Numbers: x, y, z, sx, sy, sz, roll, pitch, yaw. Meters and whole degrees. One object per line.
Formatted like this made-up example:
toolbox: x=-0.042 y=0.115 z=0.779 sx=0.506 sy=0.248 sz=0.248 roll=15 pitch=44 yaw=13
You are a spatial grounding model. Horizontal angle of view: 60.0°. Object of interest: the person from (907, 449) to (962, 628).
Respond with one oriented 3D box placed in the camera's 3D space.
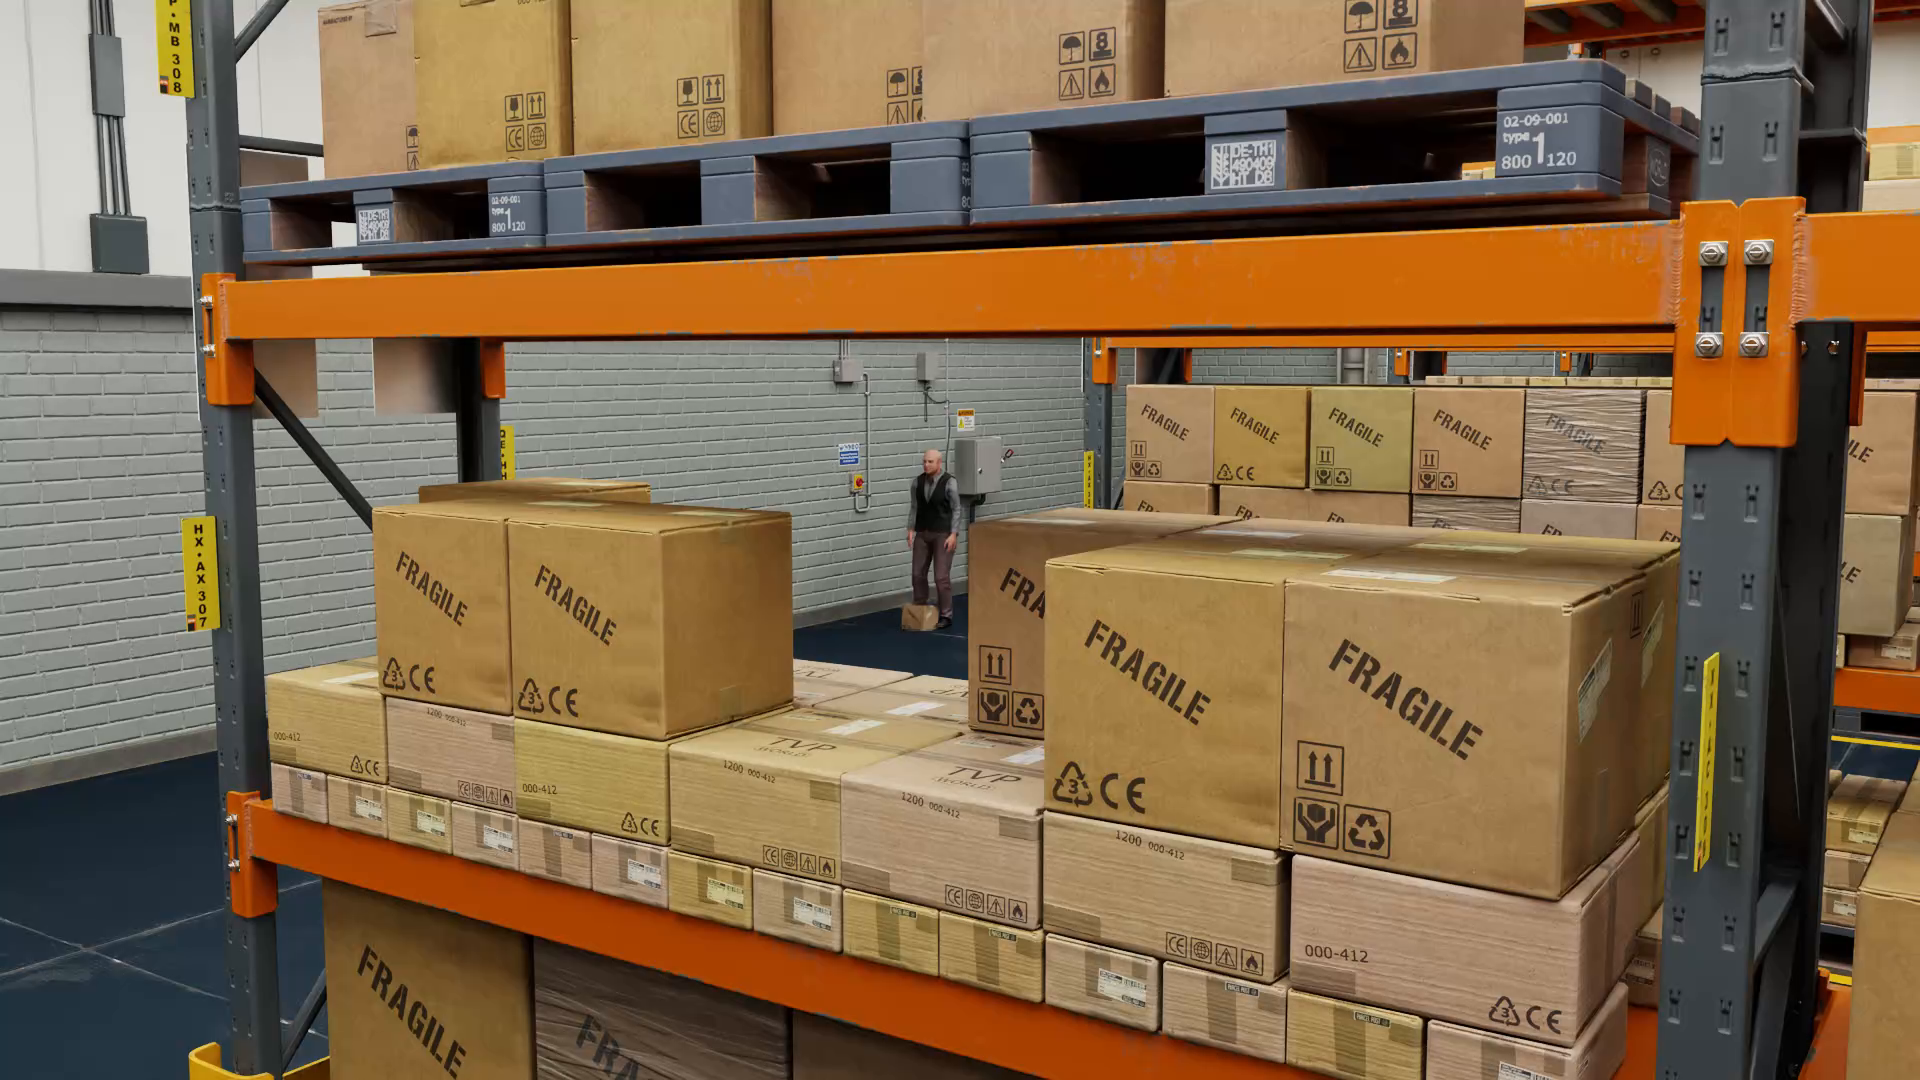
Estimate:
person: x=-0.242 y=-0.024 z=16.099 sx=0.570 sy=1.721 sz=0.420 roll=4 pitch=7 yaw=32
